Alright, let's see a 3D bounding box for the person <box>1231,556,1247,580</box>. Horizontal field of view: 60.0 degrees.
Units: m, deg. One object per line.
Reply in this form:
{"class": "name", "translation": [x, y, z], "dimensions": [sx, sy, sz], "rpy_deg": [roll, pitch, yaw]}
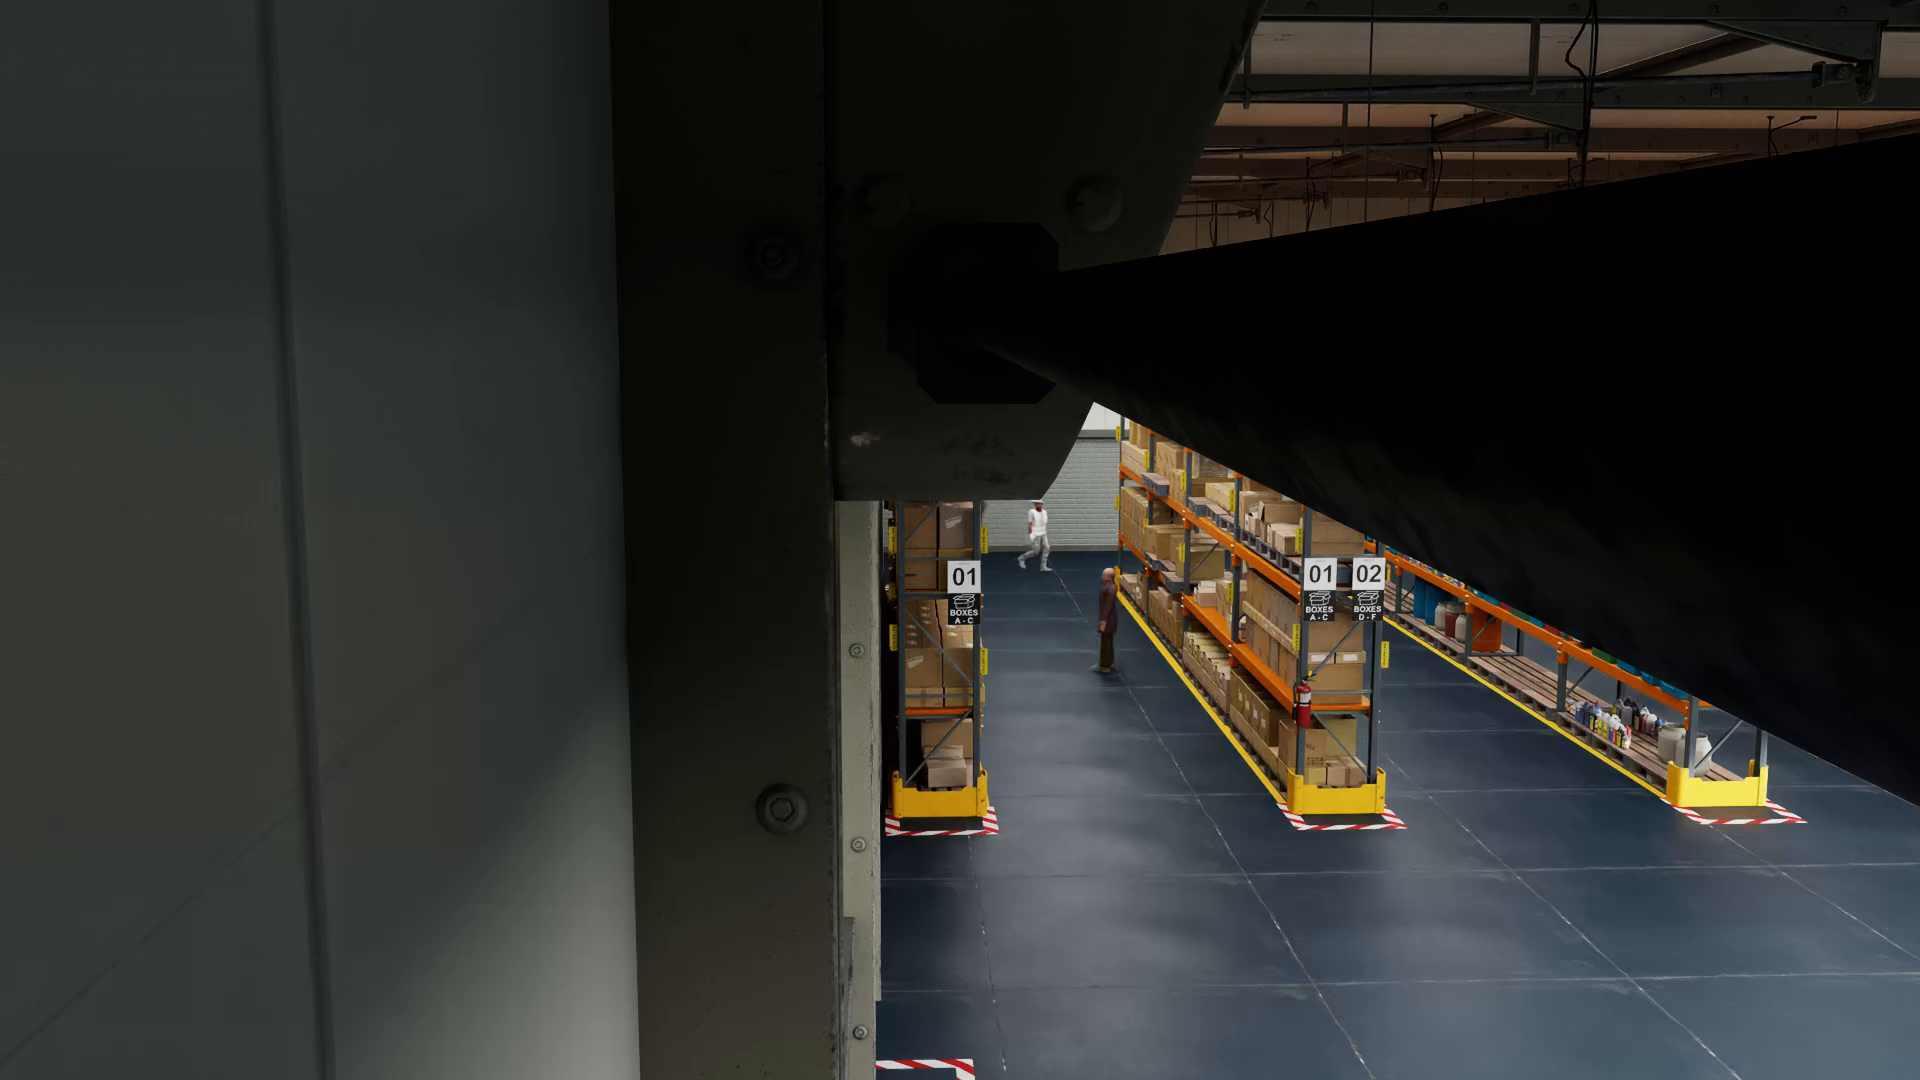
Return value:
{"class": "person", "translation": [5.597, 0.688, 33.430], "dimensions": [0.367, 1.674, 0.518], "rpy_deg": [-1, 8, -6]}

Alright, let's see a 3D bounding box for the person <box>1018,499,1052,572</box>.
{"class": "person", "translation": [1.788, -0.136, 38.908], "dimensions": [0.813, 1.749, 0.578], "rpy_deg": [5, 10, 32]}

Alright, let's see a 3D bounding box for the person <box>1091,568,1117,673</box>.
{"class": "person", "translation": [2.461, 1.361, 28.457], "dimensions": [0.438, 1.794, 0.620], "rpy_deg": [0, 8, 1]}
